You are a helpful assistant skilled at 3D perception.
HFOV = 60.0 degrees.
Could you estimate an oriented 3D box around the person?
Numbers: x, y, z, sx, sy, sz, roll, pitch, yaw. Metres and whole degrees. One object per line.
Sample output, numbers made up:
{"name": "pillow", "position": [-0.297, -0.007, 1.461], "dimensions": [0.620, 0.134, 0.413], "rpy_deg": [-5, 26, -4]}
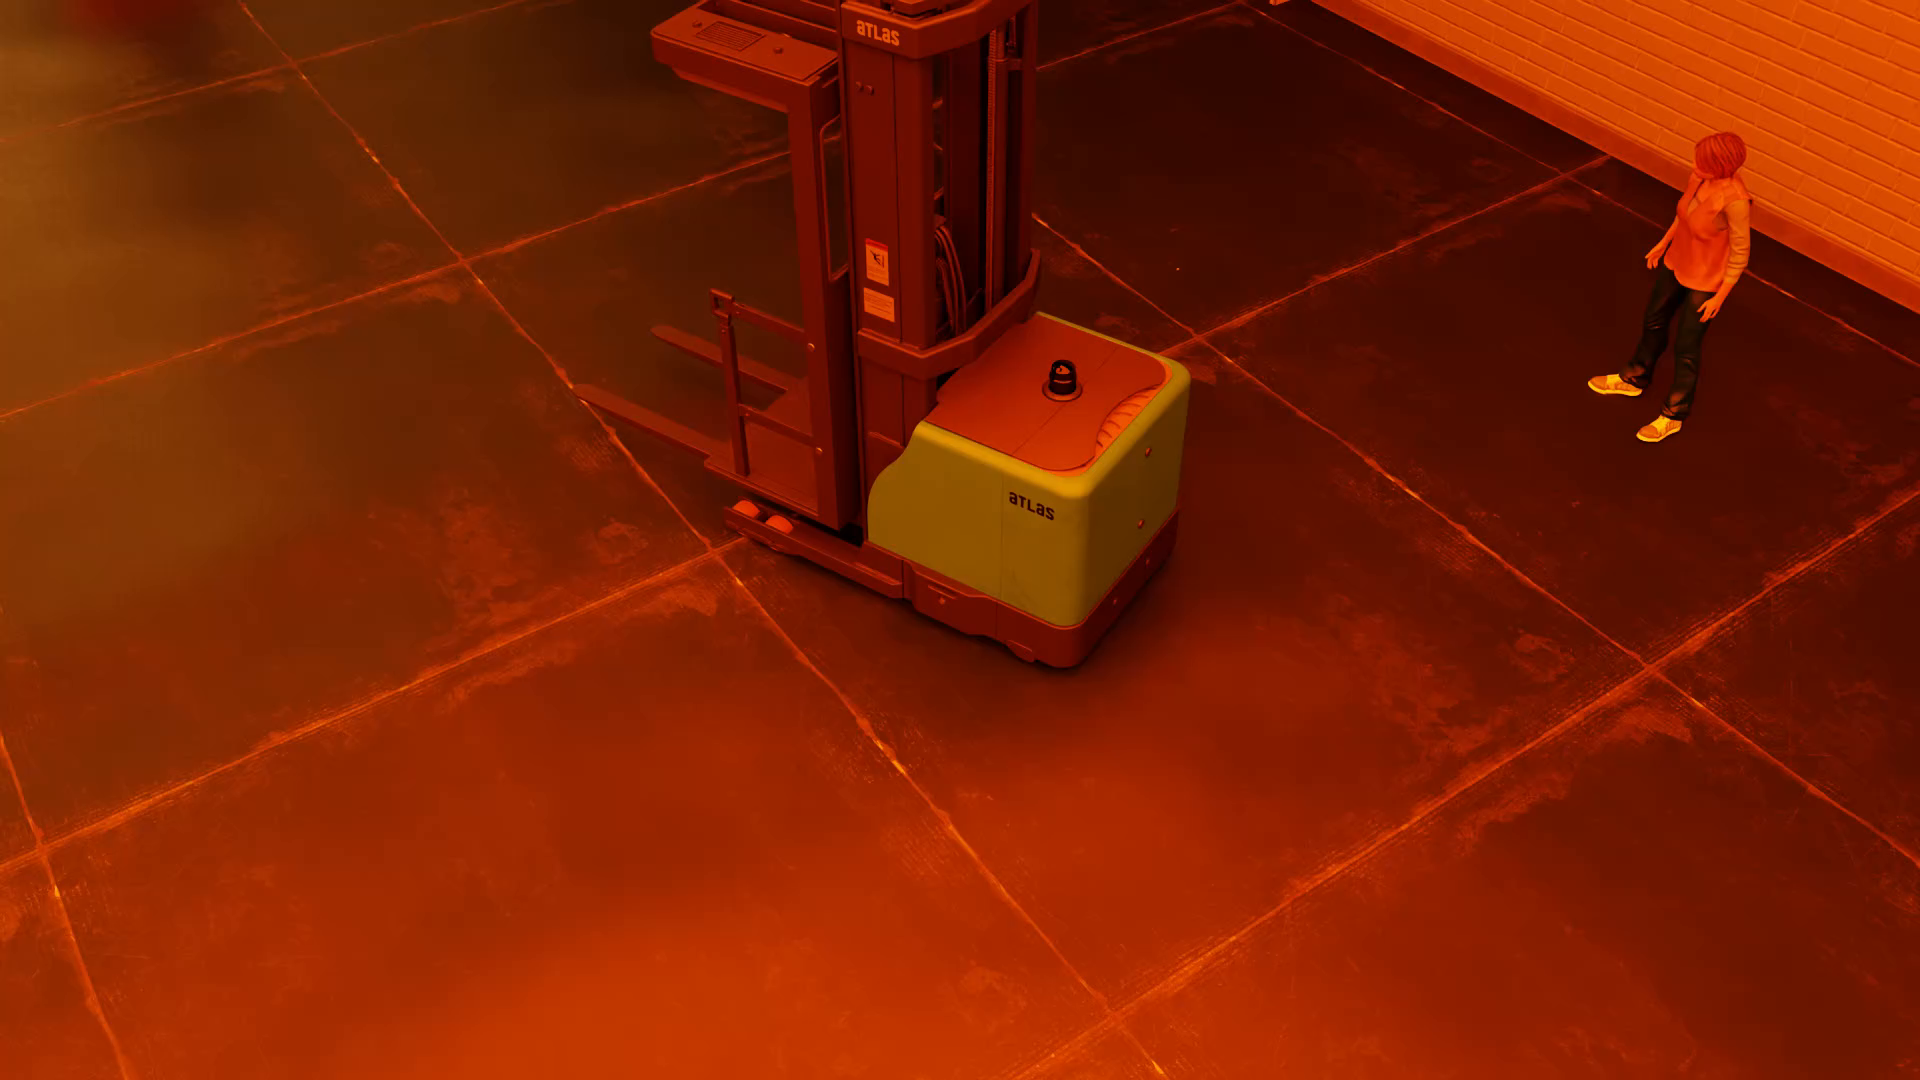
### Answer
{"name": "person", "position": [3.536, -1.261, 8.076], "dimensions": [0.391, 1.596, 0.549], "rpy_deg": [-7, 43, -7]}

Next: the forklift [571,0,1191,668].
{"name": "forklift", "position": [-0.511, -1.302, 7.129], "dimensions": [3.031, 2.935, 1.130], "rpy_deg": [24, 48, 24]}
